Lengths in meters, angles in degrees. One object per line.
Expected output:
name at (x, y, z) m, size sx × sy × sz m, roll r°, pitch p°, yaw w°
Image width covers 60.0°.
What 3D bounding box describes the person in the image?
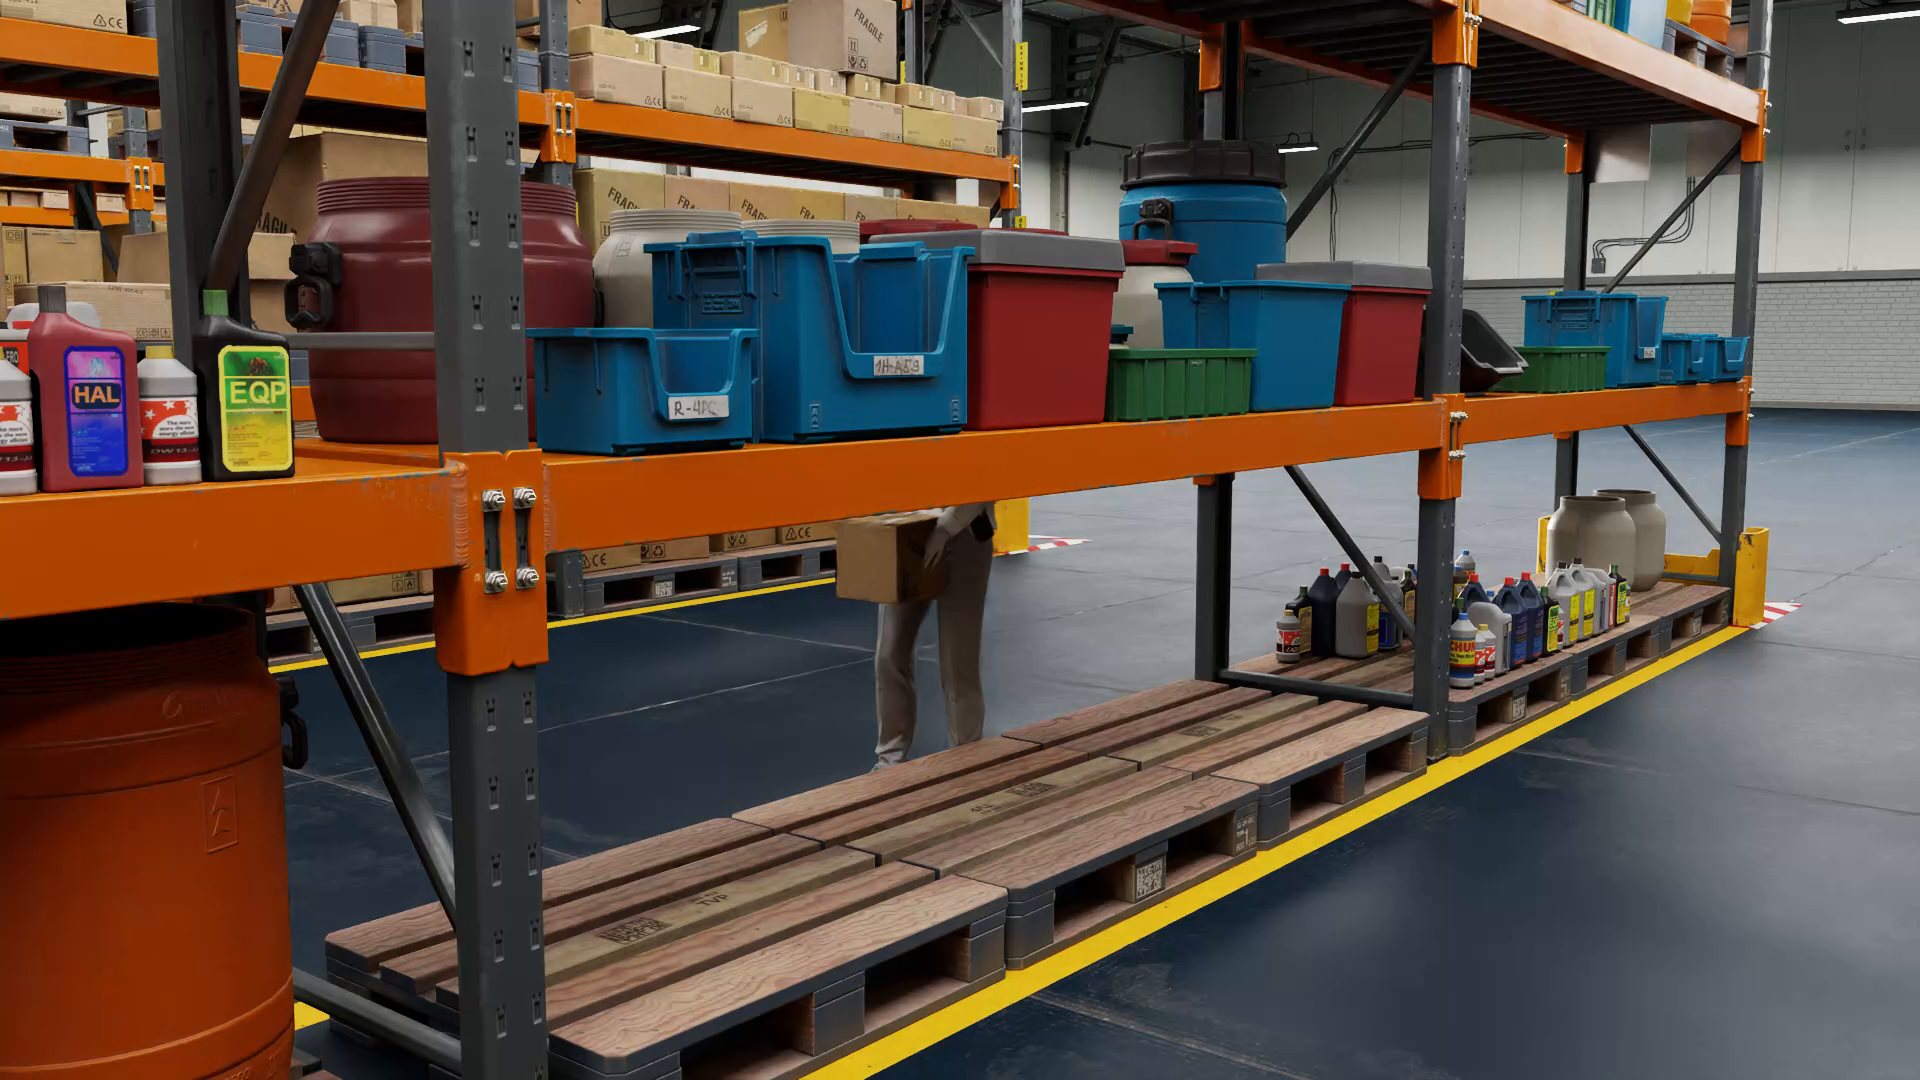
person at (-0.080, 0.021, 5.410) m, size 0.510 × 1.699 × 0.486 m, roll 6°, pitch 9°, yaw 40°
